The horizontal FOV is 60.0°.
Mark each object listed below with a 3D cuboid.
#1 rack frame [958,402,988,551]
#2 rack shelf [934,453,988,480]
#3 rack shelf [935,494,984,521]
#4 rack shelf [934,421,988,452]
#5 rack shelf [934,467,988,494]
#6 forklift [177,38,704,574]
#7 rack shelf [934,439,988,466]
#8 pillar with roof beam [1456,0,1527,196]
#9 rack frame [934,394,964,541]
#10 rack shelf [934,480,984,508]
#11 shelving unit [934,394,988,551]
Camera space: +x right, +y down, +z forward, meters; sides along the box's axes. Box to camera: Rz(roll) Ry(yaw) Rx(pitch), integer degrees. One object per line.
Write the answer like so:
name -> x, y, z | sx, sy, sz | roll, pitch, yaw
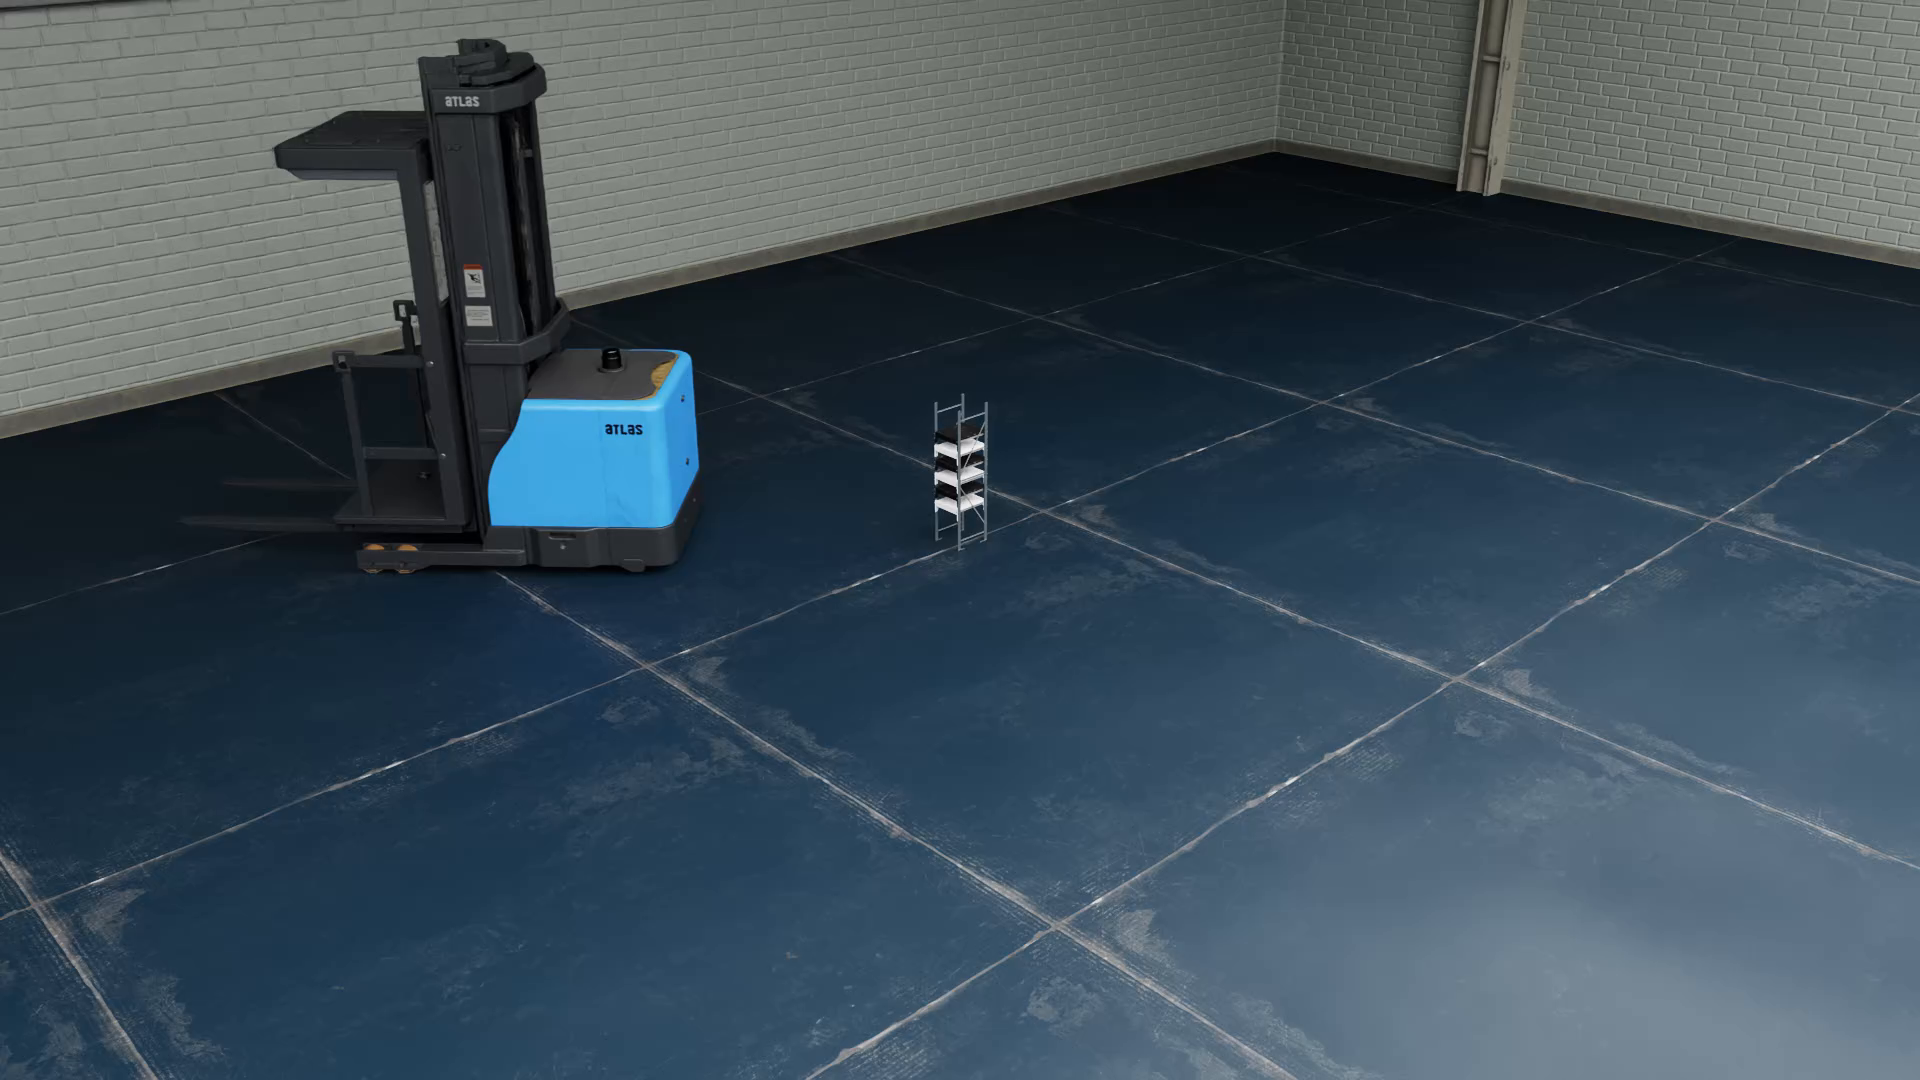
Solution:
rack frame -> 0.075, -0.376, 9.990 | 0.240, 0.900, 0.006 | -21, 32, -38
rack shelf -> 0.006, -0.459, 10.034 | 0.258, 0.077, 0.200 | -21, 32, -38
rack shelf -> 0.006, -0.213, 10.146 | 0.258, 0.077, 0.200 | -21, 32, -38
rack shelf -> 0.006, -0.622, 9.960 | 0.258, 0.077, 0.200 | -21, 32, -38
rack shelf -> 0.006, -0.377, 10.072 | 0.258, 0.077, 0.200 | -21, 32, -38
forklift -> -3.163, -1.353, 9.685 | 3.031, 2.935, 1.130 | 1, 25, 2
rack shelf -> 0.006, -0.540, 9.997 | 0.258, 0.077, 0.200 | -21, 32, -38
pillar with roof beam -> 2.772, -6.852, 14.427 | 9.100, 9.000, 0.400 | -21, 32, -38
rack frame -> -0.064, -0.438, 10.125 | 0.240, 0.900, 0.006 | -21, 32, -38
rack shelf -> 0.006, -0.295, 10.109 | 0.258, 0.077, 0.200 | -21, 32, -38
shelving unit -> 0.006, -0.407, 10.058 | 0.258, 0.900, 0.210 | -21, 32, -38
